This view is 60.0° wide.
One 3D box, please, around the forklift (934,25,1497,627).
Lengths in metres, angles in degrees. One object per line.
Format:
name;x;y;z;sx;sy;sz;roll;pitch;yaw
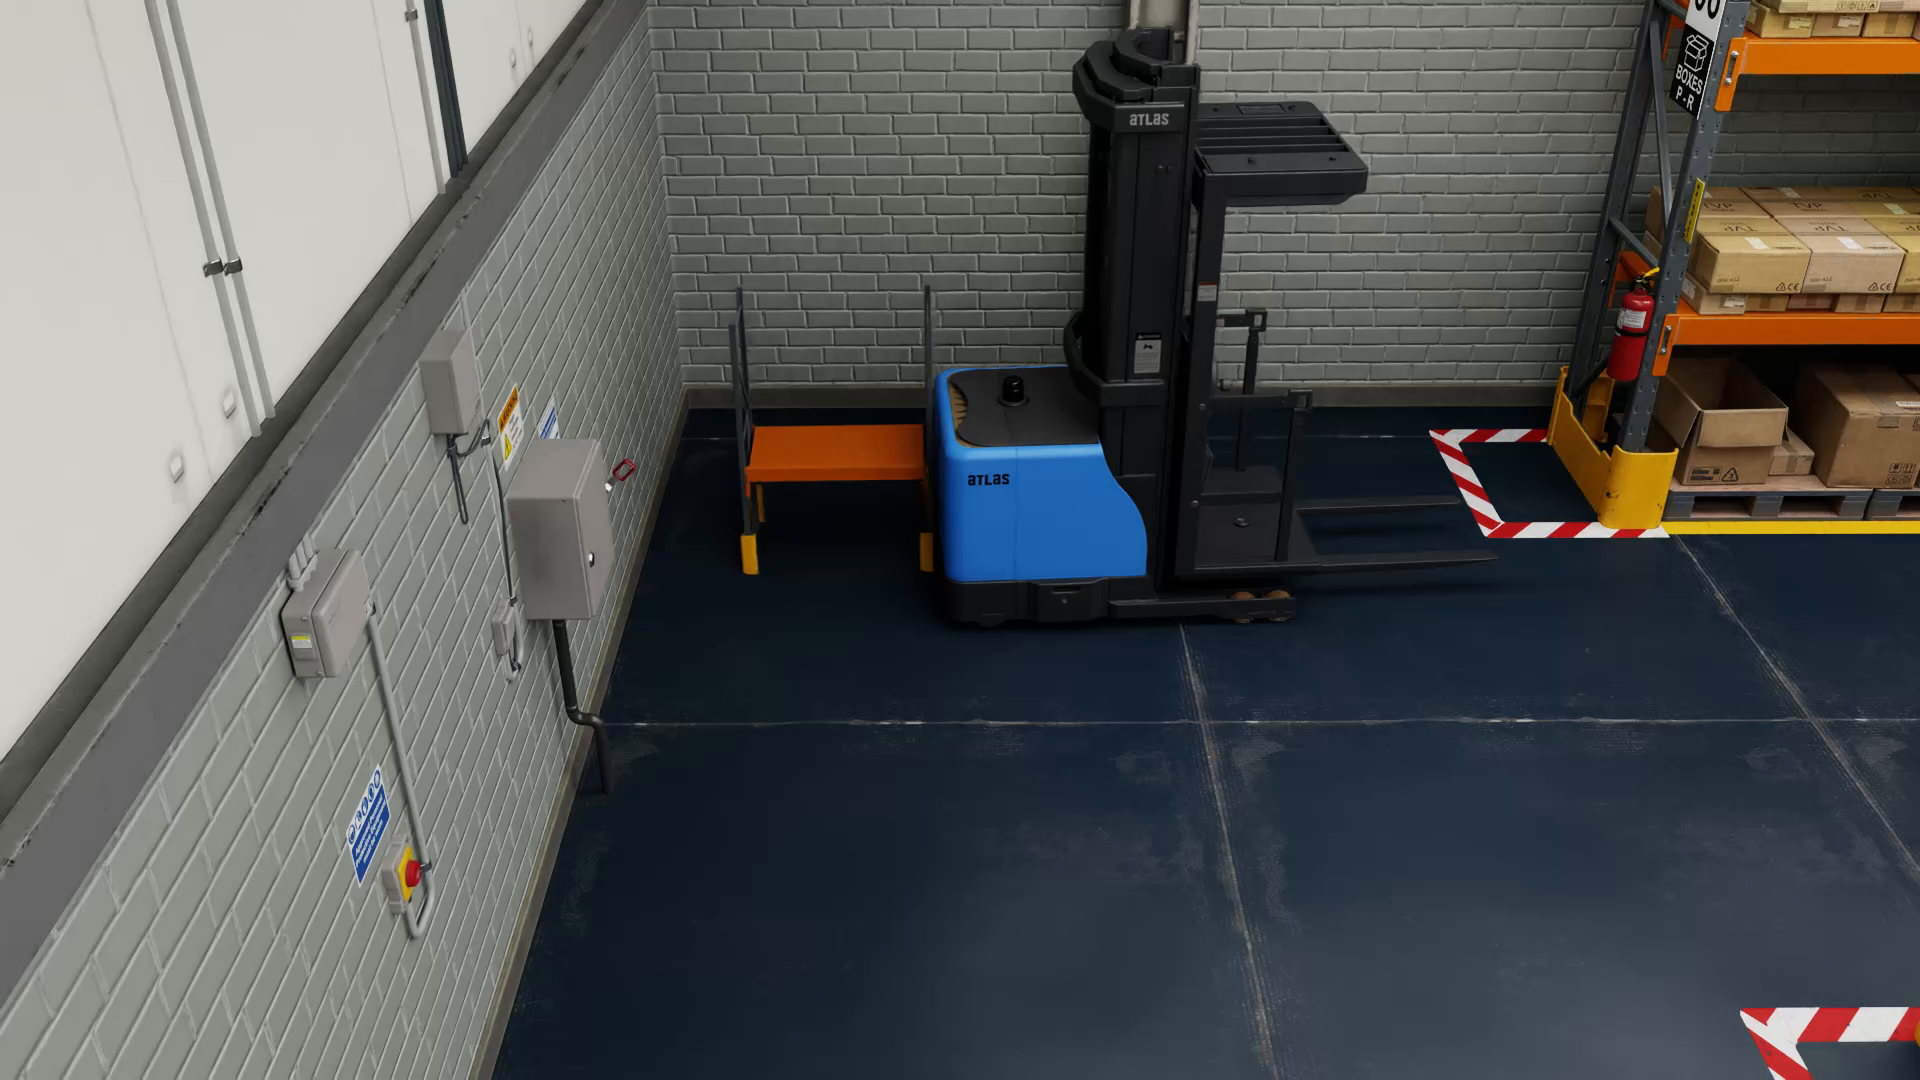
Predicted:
forklift;1.391;-1.082;8.596;3.031;2.935;1.130;-2;31;-3

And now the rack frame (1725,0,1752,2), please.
rack frame;3.868;-4.213;7.908;0.127;3.000;1.000;0;31;0

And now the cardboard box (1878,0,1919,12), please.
cardboard box;4.821;-2.866;8.437;0.500;0.250;0.500;0;31;1

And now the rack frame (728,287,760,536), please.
rack frame;-1.187;-0.600;9.181;0.032;1.500;0.500;-1;31;-1

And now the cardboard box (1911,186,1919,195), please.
cardboard box;5.860;-1.852;9.658;0.500;0.250;0.500;0;31;0

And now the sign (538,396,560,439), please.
sign;-1.814;-0.349;7.414;0.001;0.494;0.329;0;31;0

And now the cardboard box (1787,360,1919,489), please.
cardboard box;5.335;-0.695;9.897;0.500;0.500;0.700;1;31;2

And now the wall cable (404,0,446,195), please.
wall cable;-1.787;-1.865;4.038;0.029;3.000;2.355;0;31;0

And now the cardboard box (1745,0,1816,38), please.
cardboard box;4.188;-2.704;8.554;0.250;0.149;0.380;0;31;1

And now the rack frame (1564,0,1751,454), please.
rack frame;3.868;-1.649;9.464;0.127;3.000;1.000;0;31;0

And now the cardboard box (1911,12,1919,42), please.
cardboard box;4.956;-2.658;8.478;0.250;0.149;0.380;0;31;1

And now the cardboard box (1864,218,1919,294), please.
cardboard box;5.334;-1.578;9.206;0.500;0.250;0.500;-1;31;-1

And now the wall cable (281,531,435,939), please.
wall cable;-1.737;0.508;4.900;0.123;1.953;0.585;0;31;0

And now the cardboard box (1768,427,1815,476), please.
cardboard box;4.905;-0.543;9.986;0.250;0.149;0.380;-1;31;-2

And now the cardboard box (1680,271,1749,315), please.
cardboard box;4.198;-1.400;9.297;0.250;0.149;0.380;0;31;-1

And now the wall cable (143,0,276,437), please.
wall cable;-1.785;-1.475;3.395;0.029;3.000;0.463;0;31;0

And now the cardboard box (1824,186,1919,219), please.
cardboard box;5.337;-1.851;9.656;0.500;0.250;0.500;1;31;1

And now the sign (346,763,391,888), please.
sign;-1.798;0.866;5.060;0.001;0.218;0.327;0;31;0

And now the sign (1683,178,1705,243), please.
sign;3.871;-1.737;8.776;0.005;0.325;0.100;0;31;0

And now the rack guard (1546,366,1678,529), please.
rack guard;3.944;-0.580;10.113;0.348;0.500;1.175;0;31;0

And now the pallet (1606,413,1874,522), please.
pallet;4.741;-0.459;10.193;1.213;0.211;1.003;0;31;0

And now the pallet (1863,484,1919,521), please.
pallet;5.958;-0.462;10.197;1.213;0.211;1.003;0;31;0

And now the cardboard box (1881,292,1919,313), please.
cardboard box;5.233;-1.416;9.324;0.250;0.149;0.380;0;31;0

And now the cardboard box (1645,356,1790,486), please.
cardboard box;4.480;-0.714;9.925;0.637;0.503;0.797;-1;31;-2

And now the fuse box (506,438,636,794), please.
fuse box;-1.604;0.417;7.303;0.414;1.711;0.539;0;31;0

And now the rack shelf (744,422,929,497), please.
rack shelf;-0.679;-0.454;9.288;1.000;0.185;0.538;-1;31;-1

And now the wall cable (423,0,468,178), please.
wall cable;-1.766;-3.326;6.410;0.133;3.039;2.988;0;31;0

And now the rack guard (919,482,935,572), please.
rack guard;-0.190;-0.081;9.531;0.087;0.250;0.587;-1;31;-1

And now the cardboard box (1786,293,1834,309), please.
cardboard box;4.715;-1.444;9.369;0.250;0.149;0.380;-1;31;-1

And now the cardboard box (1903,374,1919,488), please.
cardboard box;5.864;-0.644;9.814;0.500;0.500;0.500;0;31;1

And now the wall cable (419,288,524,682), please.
wall cable;-1.757;-0.214;6.121;0.122;1.984;0.588;0;31;0

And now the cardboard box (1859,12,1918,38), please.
cardboard box;4.707;-2.710;8.565;0.250;0.149;0.380;0;31;0

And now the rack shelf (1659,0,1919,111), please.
rack shelf;5.868;-2.630;8.883;4.000;0.370;1.077;0;31;0

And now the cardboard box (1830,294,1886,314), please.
cardboard box;4.968;-1.413;9.318;0.250;0.149;0.380;1;31;1

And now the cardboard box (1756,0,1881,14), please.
cardboard box;4.313;-2.854;8.417;0.500;0.250;0.500;-1;31;-1

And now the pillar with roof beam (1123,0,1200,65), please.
pillar with roof beam;1.192;-2.439;4.985;0.400;9.000;9.100;0;31;0

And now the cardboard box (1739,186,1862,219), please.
cardboard box;4.842;-1.852;9.657;0.500;0.250;0.500;0;31;0

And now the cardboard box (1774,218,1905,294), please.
cardboard box;4.827;-1.575;9.201;0.500;0.250;0.500;0;31;0

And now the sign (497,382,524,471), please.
sign;-1.811;-0.458;6.706;0.001;0.242;0.339;0;31;0

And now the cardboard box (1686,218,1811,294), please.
cardboard box;4.323;-1.573;9.198;0.500;0.250;0.500;0;31;0

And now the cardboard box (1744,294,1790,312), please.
cardboard box;4.452;-1.425;9.338;0.250;0.149;0.380;1;31;1

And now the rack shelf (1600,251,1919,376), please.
rack shelf;5.868;-1.347;9.661;4.000;0.370;1.077;0;31;0

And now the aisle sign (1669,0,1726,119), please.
aisle sign;3.801;-2.607;8.539;0.004;0.787;0.394;0;31;0

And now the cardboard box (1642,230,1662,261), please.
cardboard box;4.198;-1.681;9.761;0.250;0.149;0.380;-1;31;-1

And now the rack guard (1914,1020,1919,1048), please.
rack guard;3.877;1.995;5.869;0.348;0.500;1.175;0;31;0

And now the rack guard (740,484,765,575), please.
rack guard;-1.186;-0.065;9.506;0.087;0.250;0.587;-1;31;-1

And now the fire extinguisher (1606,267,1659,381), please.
fire extinguisher;3.723;-1.216;9.185;0.183;0.674;0.296;0;31;0

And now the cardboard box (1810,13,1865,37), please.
cardboard box;4.450;-2.718;8.578;0.250;0.149;0.380;0;31;1

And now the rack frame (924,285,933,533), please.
rack frame;-0.171;-0.615;9.207;0.032;1.500;0.500;-1;31;-1

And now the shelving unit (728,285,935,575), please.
shelving unit;-0.688;-0.607;9.194;1.083;1.500;0.587;-1;31;-1

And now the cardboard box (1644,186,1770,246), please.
cardboard box;4.326;-1.851;9.656;0.500;0.250;0.500;1;31;1
